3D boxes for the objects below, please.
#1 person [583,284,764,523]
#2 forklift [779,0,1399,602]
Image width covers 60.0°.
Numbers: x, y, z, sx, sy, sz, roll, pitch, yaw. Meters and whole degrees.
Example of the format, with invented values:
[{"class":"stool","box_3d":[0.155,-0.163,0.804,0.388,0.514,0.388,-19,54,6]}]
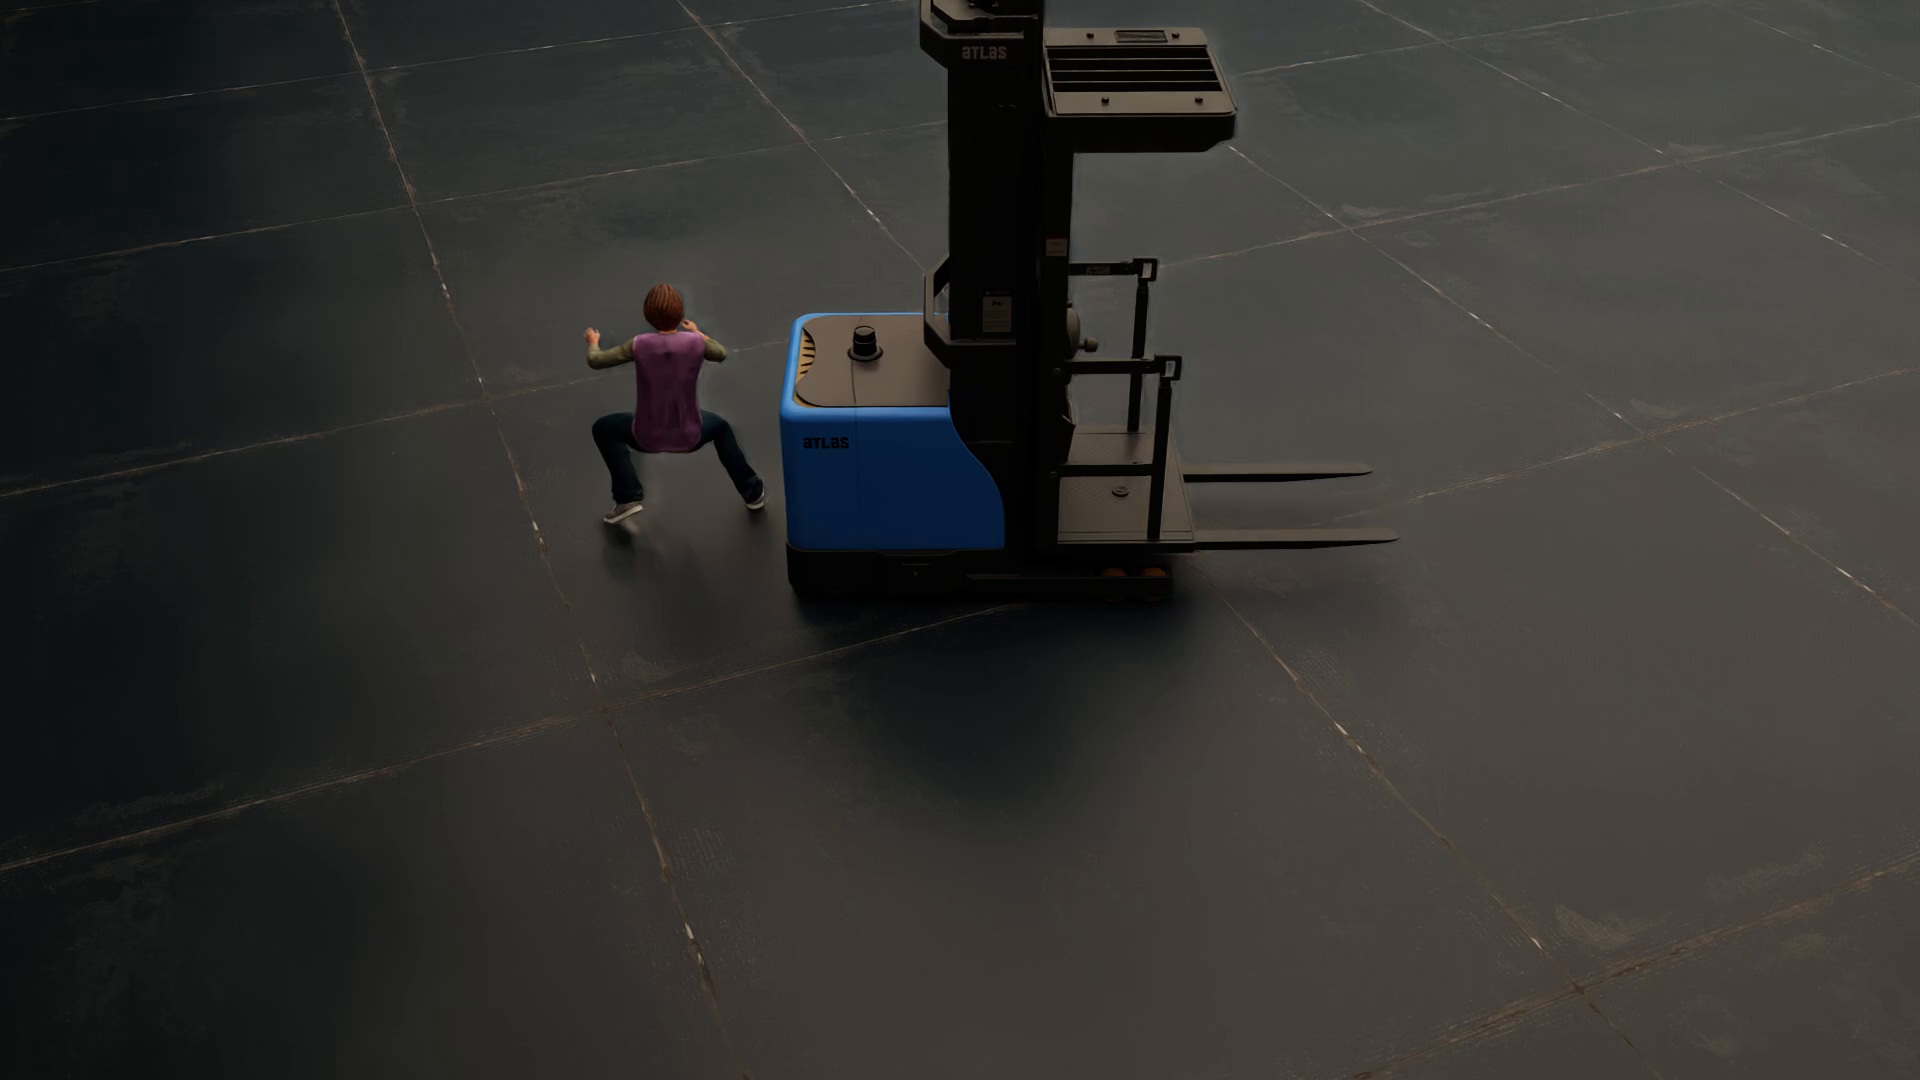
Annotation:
[{"class":"person","box_3d":[-1.458,-0.699,8.456,0.854,1.340,0.669,-7,36,-10]},{"class":"forklift","box_3d":[0.660,-1.200,7.786,3.031,2.935,1.130,0,35,-1]}]
